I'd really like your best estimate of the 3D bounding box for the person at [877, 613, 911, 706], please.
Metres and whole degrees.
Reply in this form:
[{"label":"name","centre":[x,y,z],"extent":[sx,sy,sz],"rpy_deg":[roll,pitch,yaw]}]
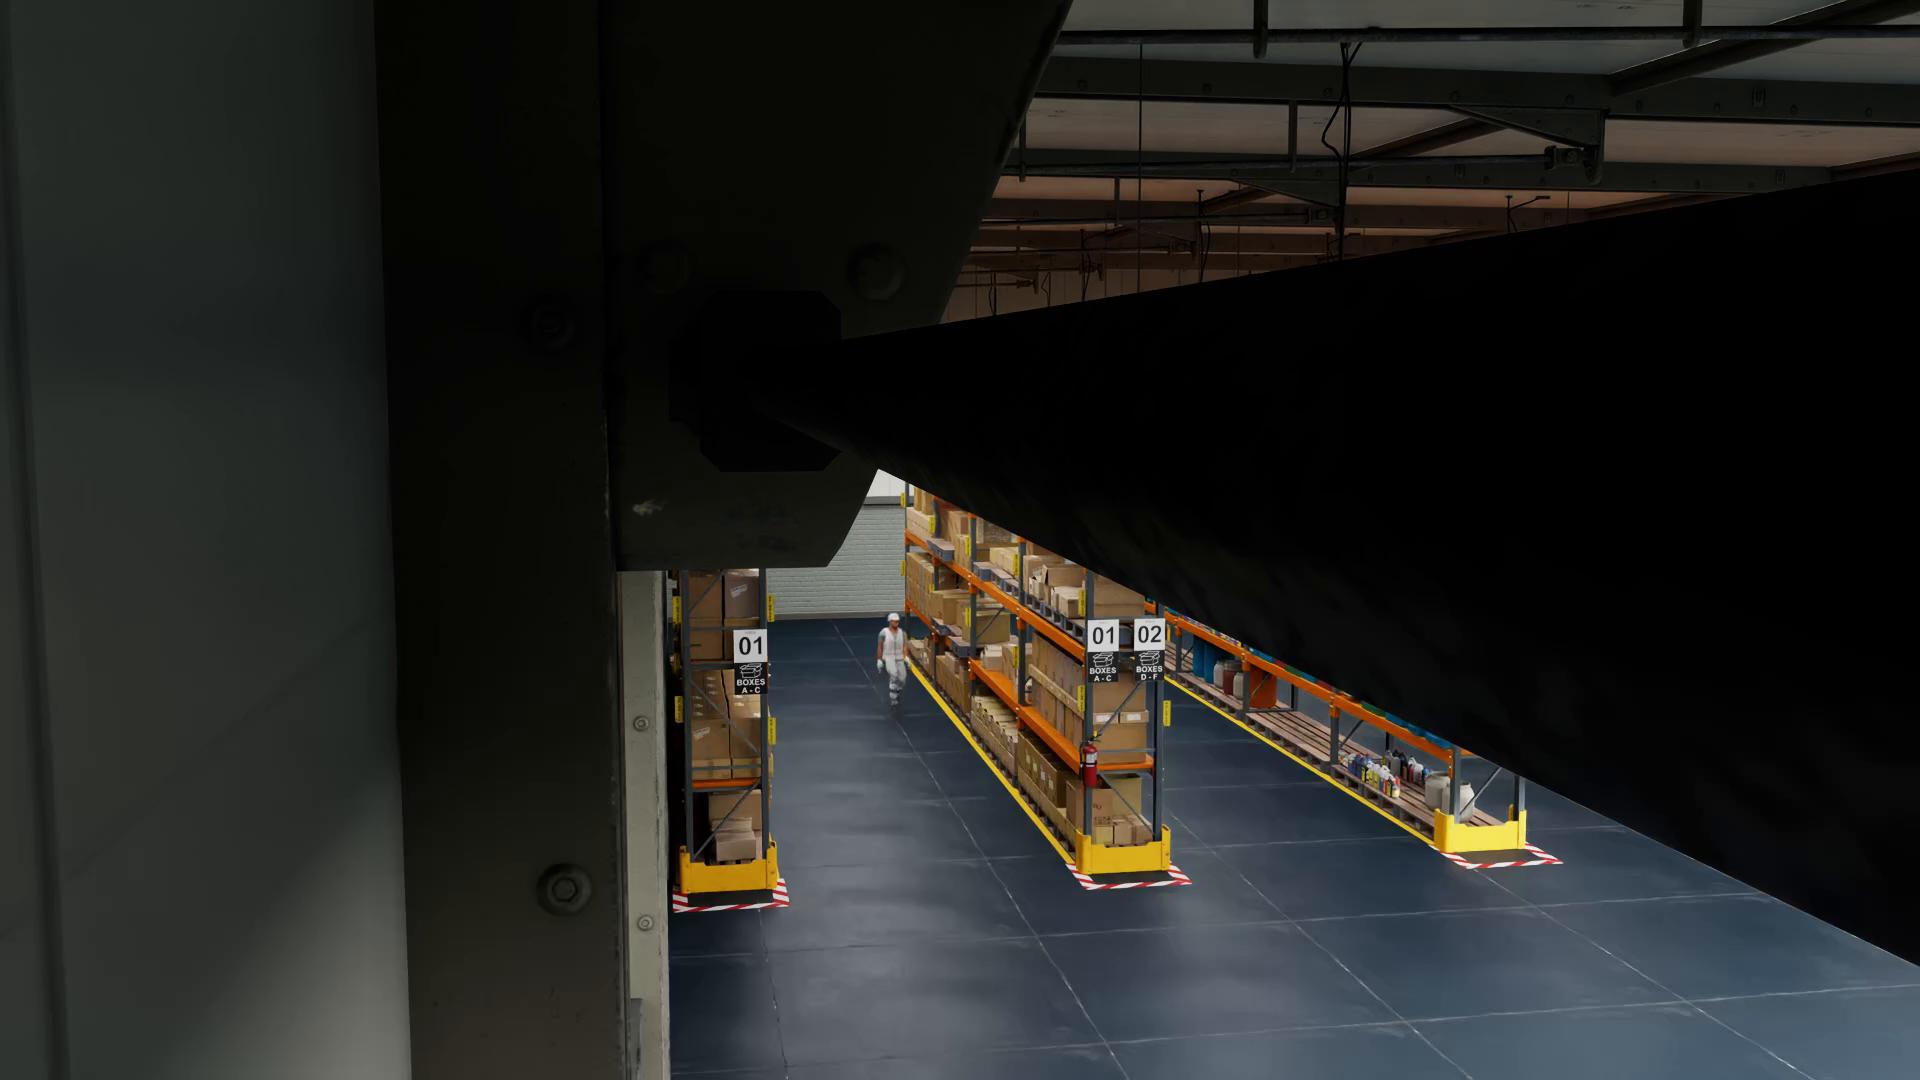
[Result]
[{"label":"person","centre":[-1.164,2.150,30.227],"extent":[0.577,1.603,0.738],"rpy_deg":[-2,6,-22]}]
